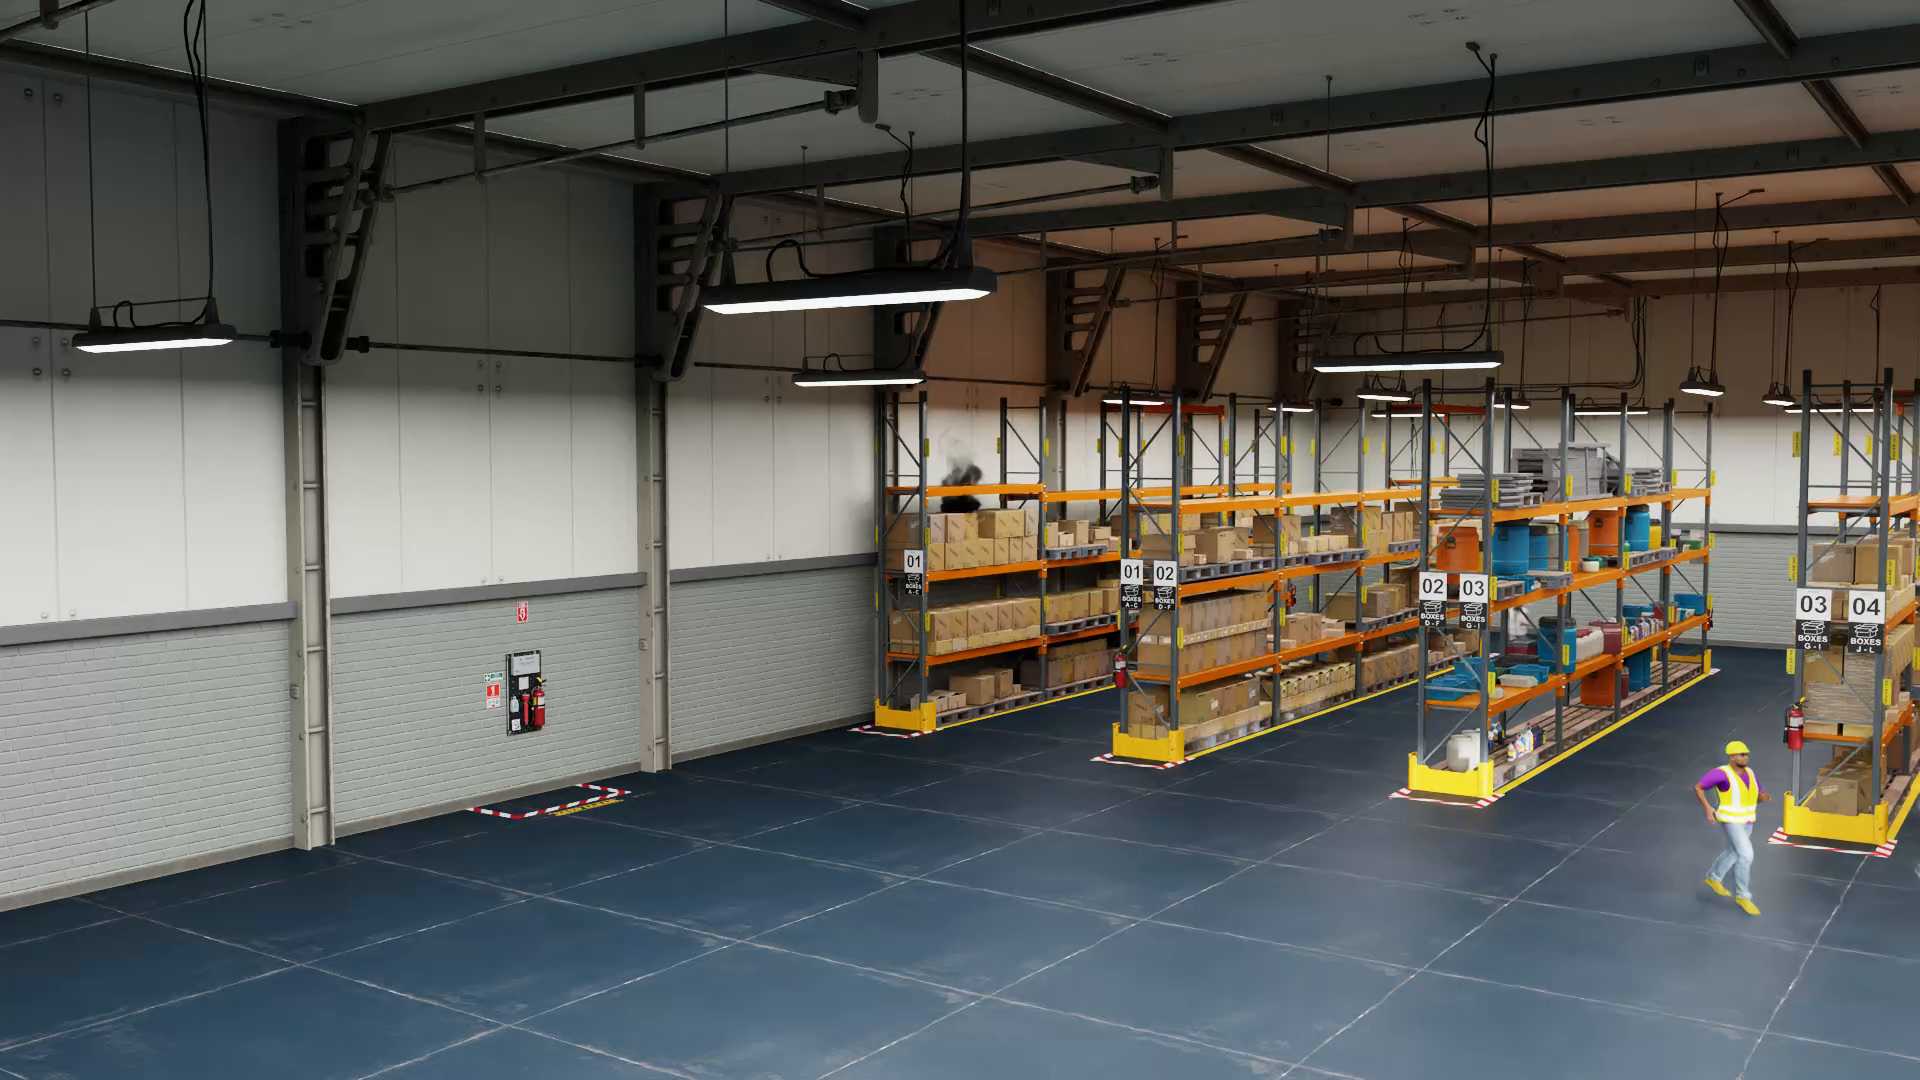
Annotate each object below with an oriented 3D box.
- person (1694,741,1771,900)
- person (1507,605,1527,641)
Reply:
[{"bbox_3d":[8.461,3.028,18.155,0.677,1.670,0.790,-2,4,-27],"label":"person"},{"bbox_3d":[12.290,2.116,36.753,0.476,1.765,0.903,1,3,21],"label":"person"}]
